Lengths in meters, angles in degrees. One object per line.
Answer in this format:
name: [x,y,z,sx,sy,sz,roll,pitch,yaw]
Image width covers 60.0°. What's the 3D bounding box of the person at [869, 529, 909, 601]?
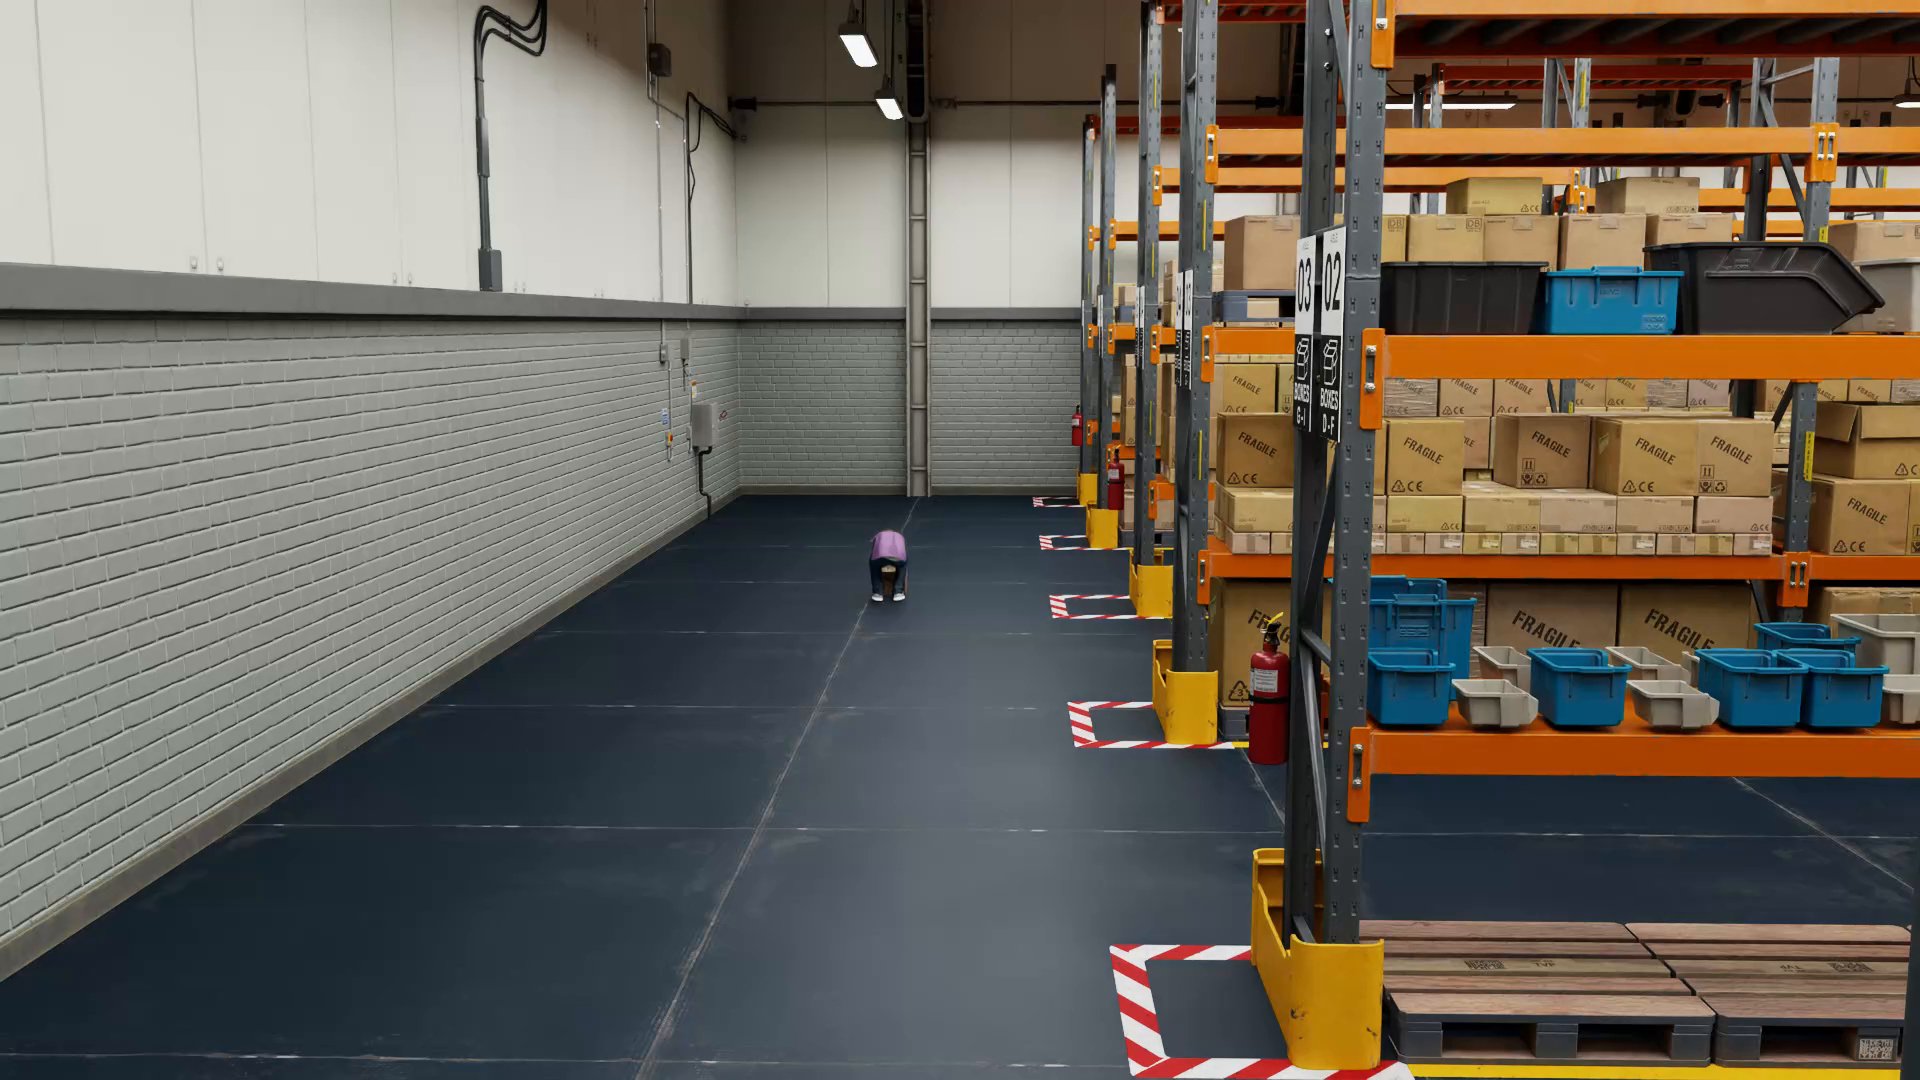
person: [-0.740,0.273,17.293,0.417,0.707,0.867,0,7,0]
